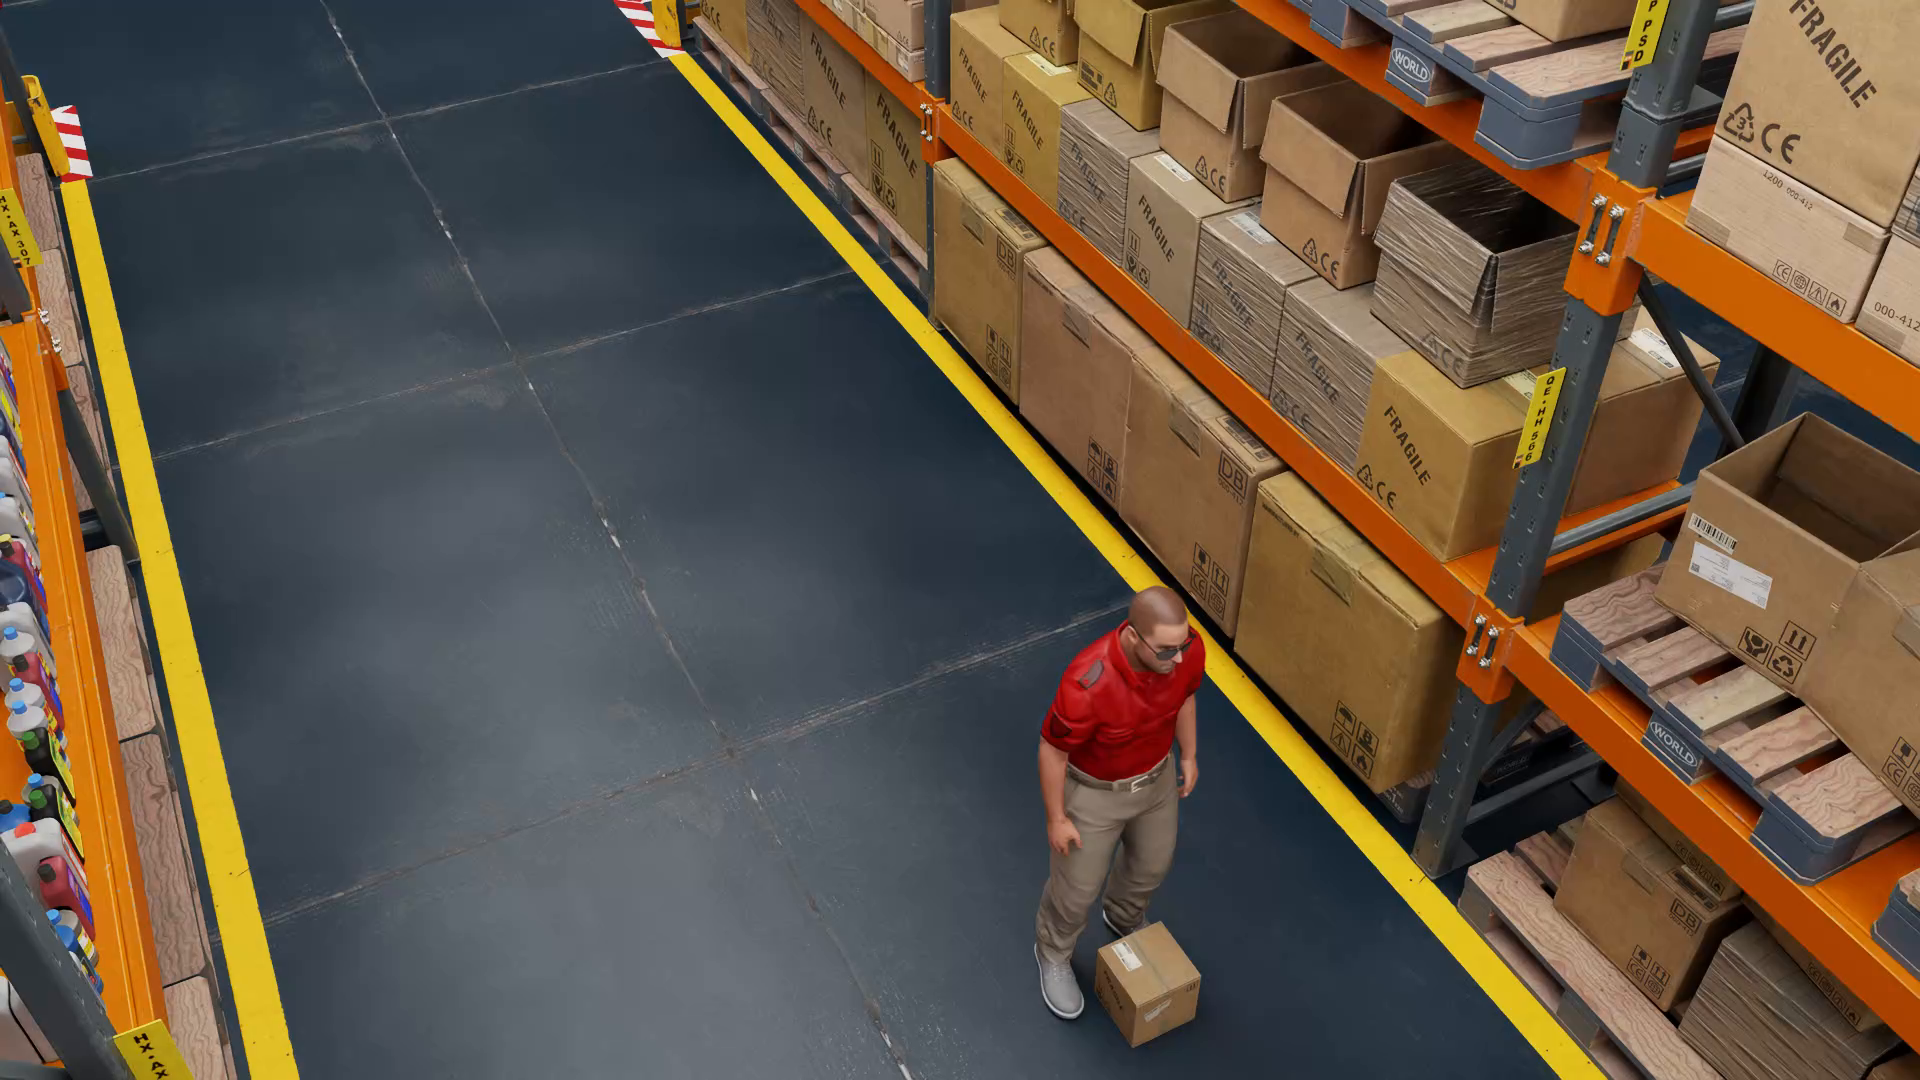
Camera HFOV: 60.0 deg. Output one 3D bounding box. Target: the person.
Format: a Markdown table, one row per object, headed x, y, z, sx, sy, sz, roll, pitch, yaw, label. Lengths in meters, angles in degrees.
| x | y | z | sx | sy | sz | roll | pitch | yaw | label |
| --- | --- | --- | --- | --- | --- | --- | --- | --- | --- |
| 0.507 | 0.784 | 5.267 | 0.603 | 1.726 | 0.394 | -22 | 45 | -23 | person |
